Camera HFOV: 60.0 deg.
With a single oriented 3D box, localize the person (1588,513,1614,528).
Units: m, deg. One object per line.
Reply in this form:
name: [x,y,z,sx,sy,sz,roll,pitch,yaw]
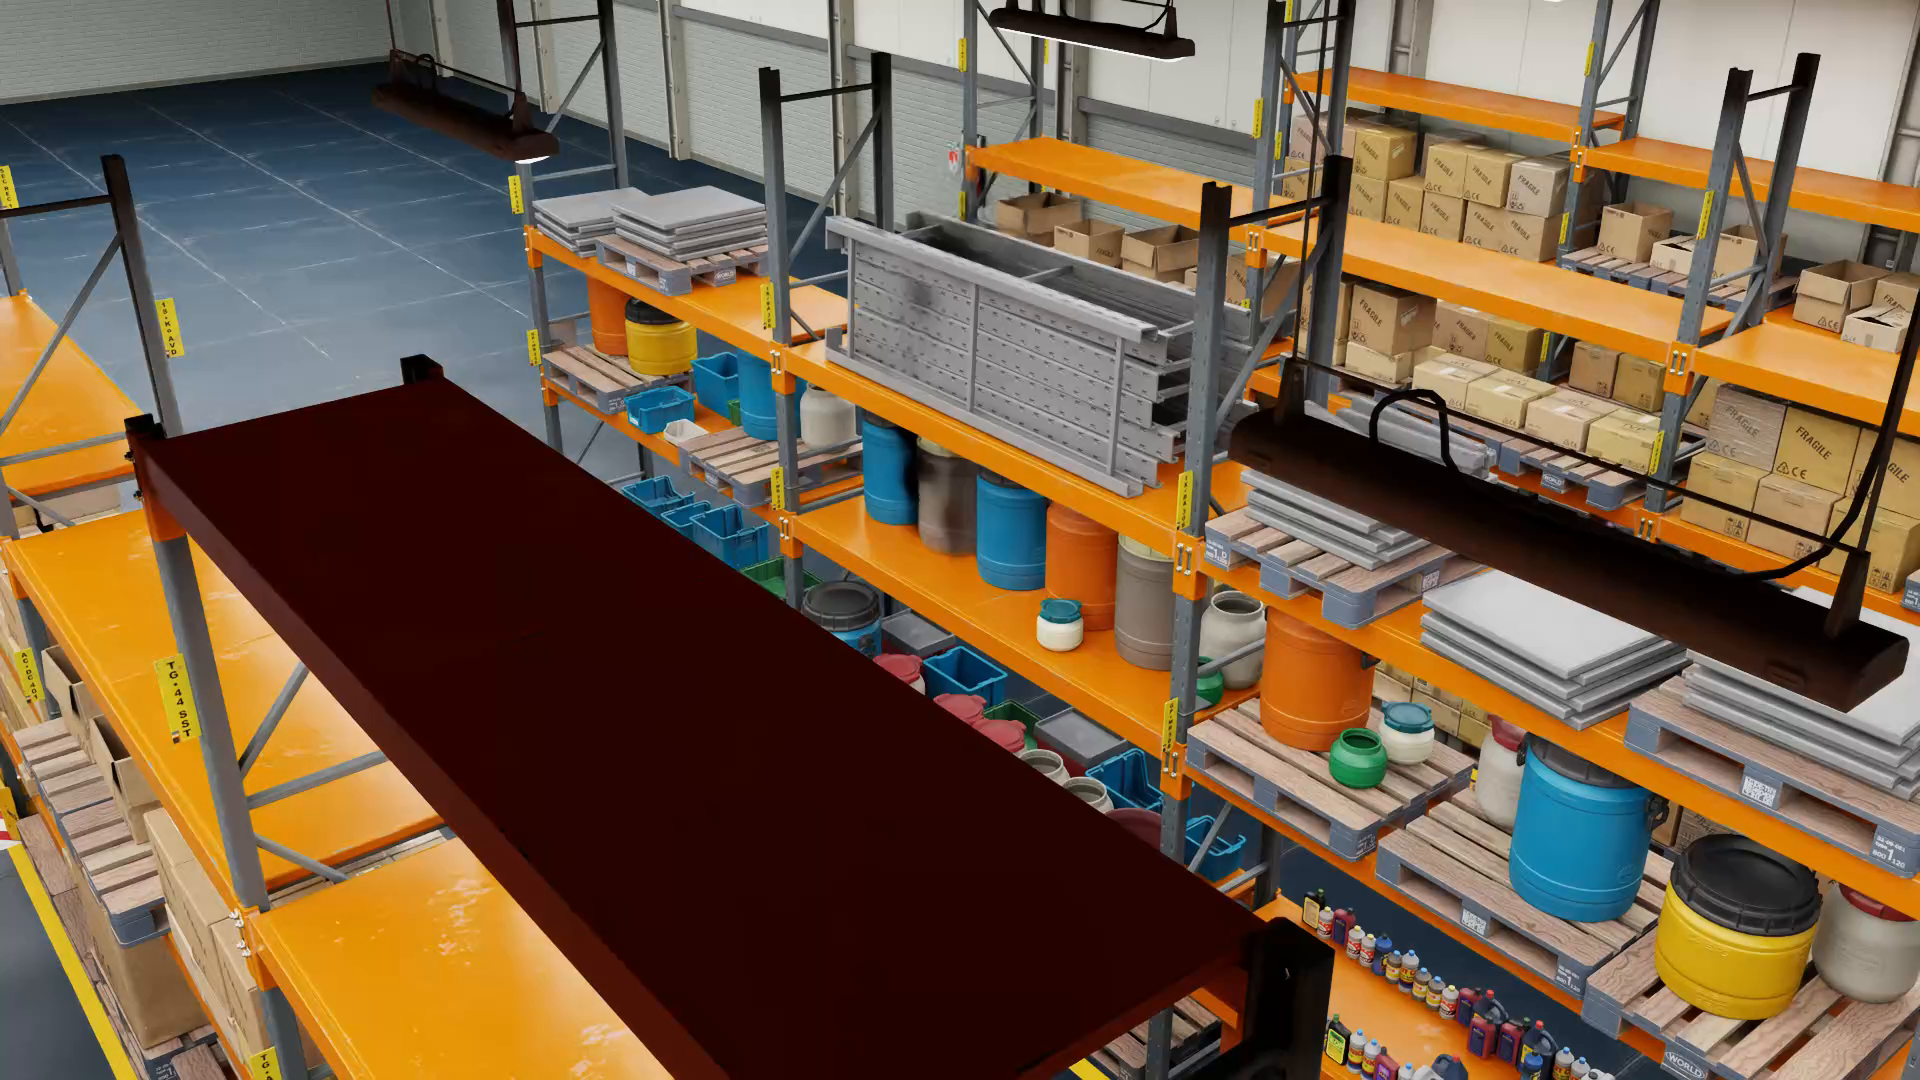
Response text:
person: [6.075,0.374,15.737,0.598,1.554,0.522,18,31,33]
